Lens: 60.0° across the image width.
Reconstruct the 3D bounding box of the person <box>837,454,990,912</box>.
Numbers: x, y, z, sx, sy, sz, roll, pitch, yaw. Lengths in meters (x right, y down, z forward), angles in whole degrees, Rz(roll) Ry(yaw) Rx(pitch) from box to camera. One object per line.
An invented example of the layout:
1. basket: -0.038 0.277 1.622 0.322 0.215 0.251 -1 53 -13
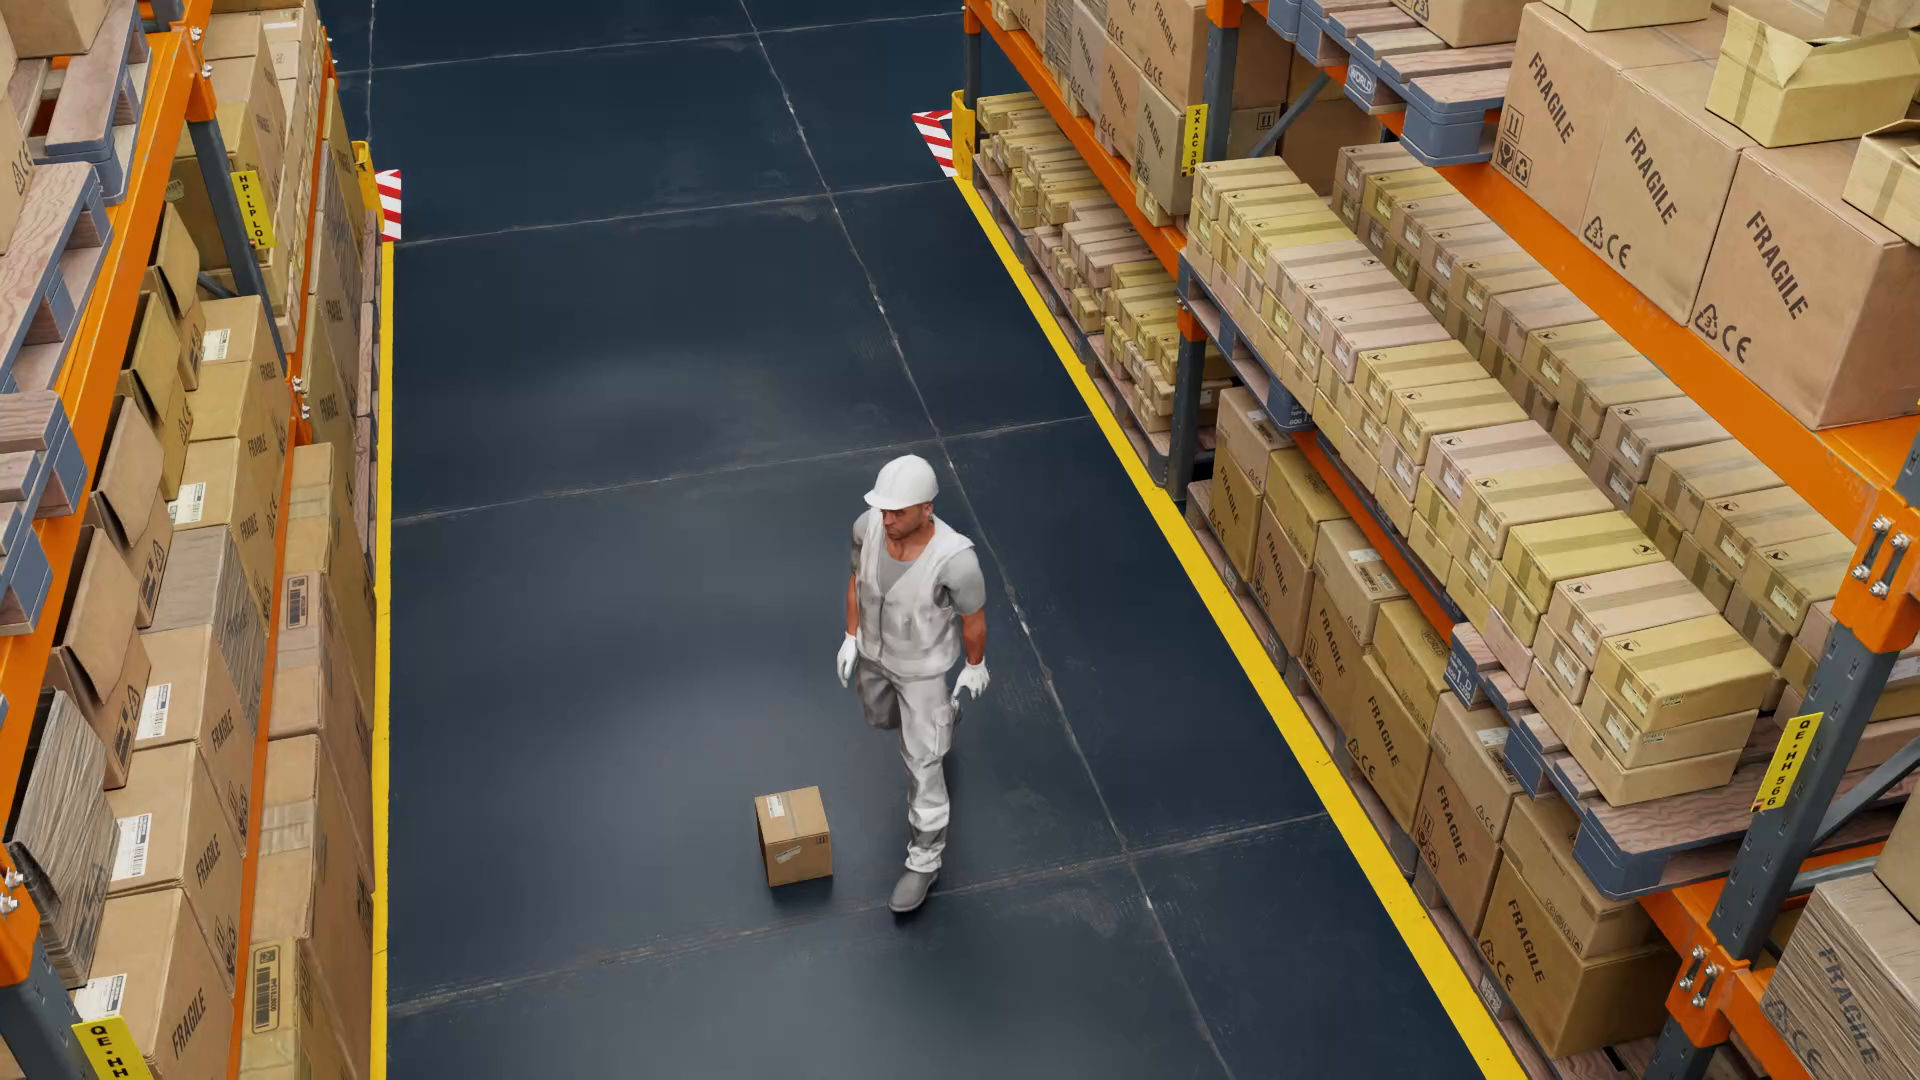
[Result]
1. person: -0.150 0.437 6.144 0.589 1.764 0.907 27 45 30
